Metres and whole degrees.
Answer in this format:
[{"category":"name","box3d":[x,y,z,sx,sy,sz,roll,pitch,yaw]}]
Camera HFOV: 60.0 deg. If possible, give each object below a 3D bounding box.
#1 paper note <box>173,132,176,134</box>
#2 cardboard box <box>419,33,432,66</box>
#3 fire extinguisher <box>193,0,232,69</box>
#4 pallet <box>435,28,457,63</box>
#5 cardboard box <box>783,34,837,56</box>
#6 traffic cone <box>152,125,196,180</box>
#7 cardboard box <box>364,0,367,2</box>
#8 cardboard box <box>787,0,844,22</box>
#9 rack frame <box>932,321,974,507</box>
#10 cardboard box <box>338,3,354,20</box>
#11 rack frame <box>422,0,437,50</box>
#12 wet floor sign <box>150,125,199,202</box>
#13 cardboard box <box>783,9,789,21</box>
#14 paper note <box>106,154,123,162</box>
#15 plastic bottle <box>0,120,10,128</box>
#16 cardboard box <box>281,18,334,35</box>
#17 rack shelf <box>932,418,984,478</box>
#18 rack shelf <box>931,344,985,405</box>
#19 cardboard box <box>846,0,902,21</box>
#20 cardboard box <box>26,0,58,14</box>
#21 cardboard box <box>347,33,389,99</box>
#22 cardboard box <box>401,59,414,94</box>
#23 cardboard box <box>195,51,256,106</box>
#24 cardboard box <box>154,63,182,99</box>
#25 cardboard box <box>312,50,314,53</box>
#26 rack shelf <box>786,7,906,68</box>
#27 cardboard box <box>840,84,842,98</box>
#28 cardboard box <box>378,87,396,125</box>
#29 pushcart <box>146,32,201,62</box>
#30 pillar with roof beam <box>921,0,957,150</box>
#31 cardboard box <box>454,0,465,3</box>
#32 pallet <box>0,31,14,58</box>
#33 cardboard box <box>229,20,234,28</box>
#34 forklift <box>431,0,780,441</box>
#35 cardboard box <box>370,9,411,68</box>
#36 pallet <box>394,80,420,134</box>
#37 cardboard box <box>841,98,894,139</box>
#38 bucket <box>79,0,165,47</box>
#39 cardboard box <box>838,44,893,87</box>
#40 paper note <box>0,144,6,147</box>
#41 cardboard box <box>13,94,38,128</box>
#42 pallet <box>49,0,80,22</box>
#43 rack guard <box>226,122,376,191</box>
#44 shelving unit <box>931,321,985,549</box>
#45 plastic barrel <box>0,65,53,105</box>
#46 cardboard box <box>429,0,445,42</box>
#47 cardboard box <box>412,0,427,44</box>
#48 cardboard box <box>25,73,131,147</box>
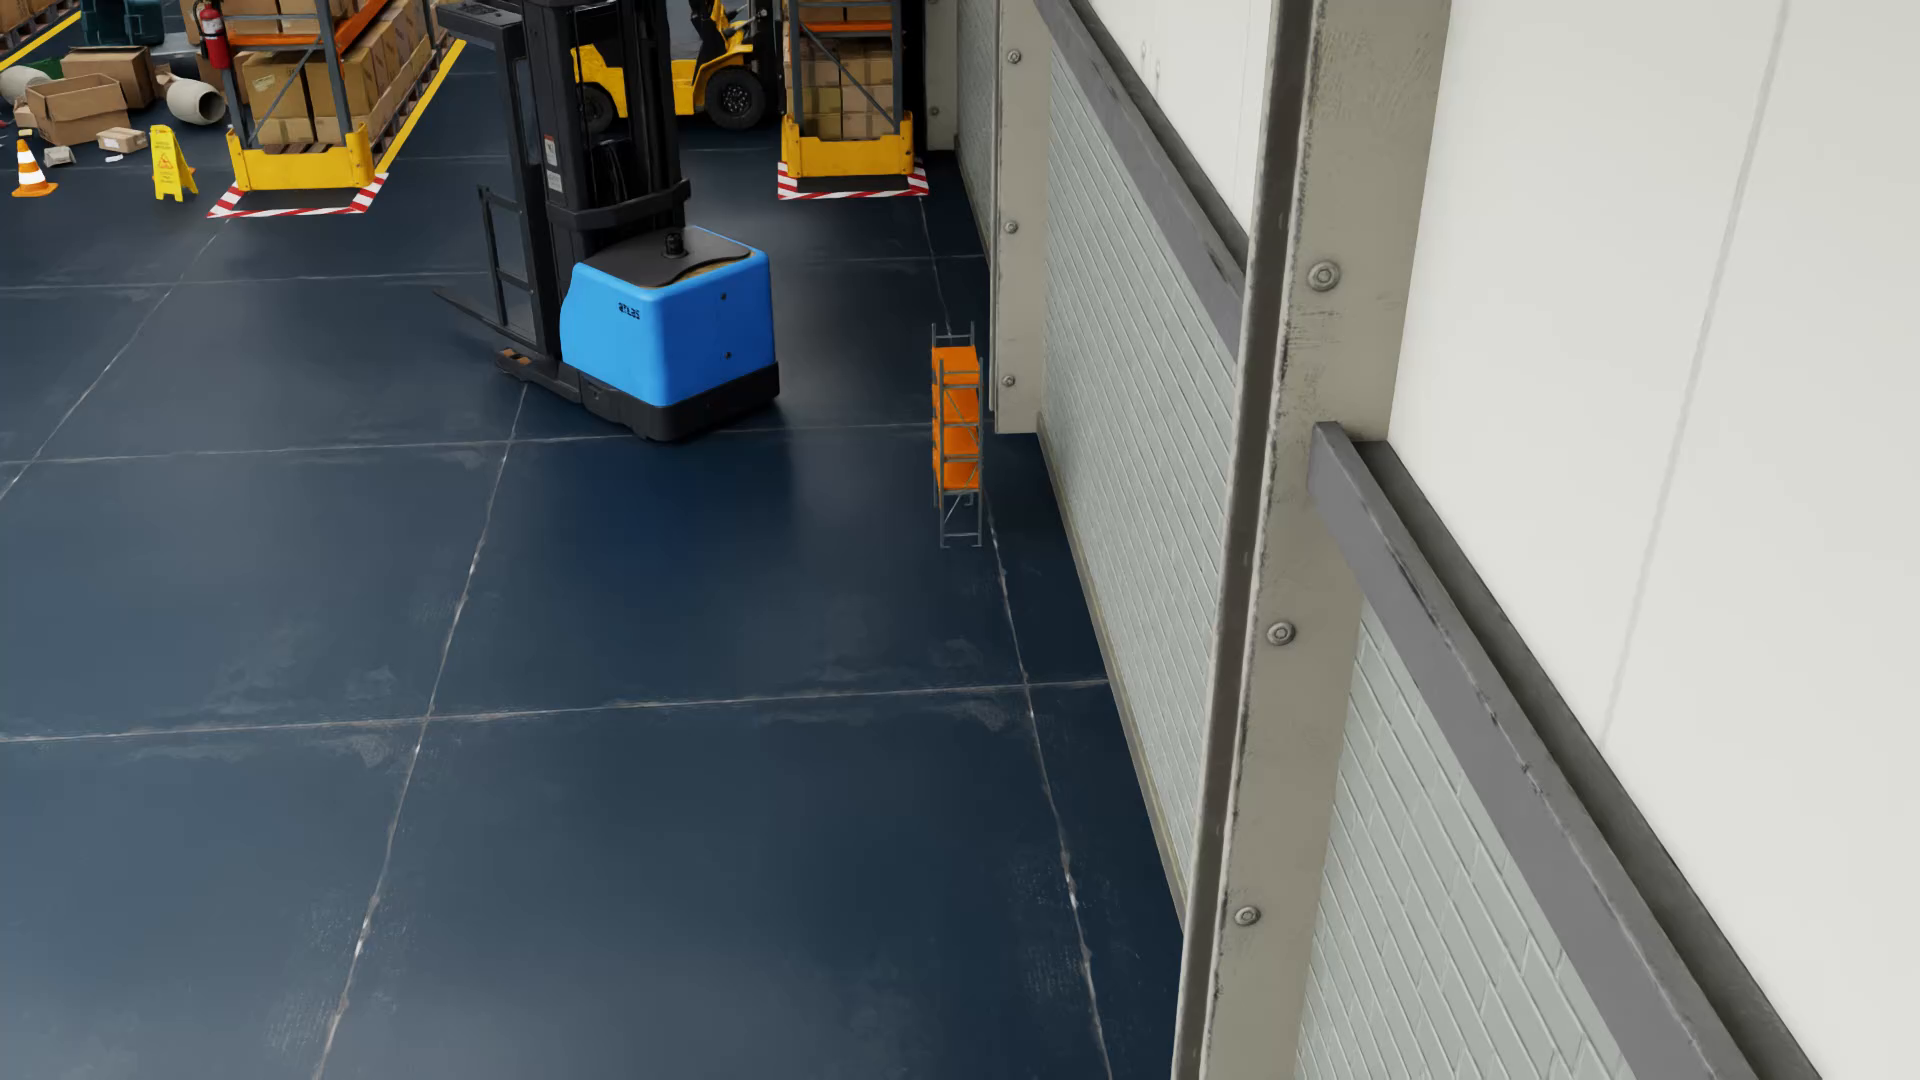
[{"category":"paper note","box3d":[-7.797,-4.022,16.475,0.032,0.001,0.123,-3,31,-5]},{"category":"cardboard box","box3d":[-6.016,-5.271,17.923,0.500,0.250,0.500,-1,31,-2]},{"category":"fire extinguisher","box3d":[-6.414,-4.405,14.275,0.296,0.674,0.183,-3,31,-5]},{"category":"pallet","box3d":[-6.414,-5.761,19.189,1.003,0.211,1.213,-3,31,-5]},{"category":"cardboard box","box3d":[-1.431,-4.668,15.937,0.500,0.250,0.500,-2,31,-4]},{"category":"traffic cone","box3d":[-7.290,-3.587,15.305,0.336,0.463,0.334,-3,31,-5]},{"category":"cardboard box","box3d":[-5.809,-5.124,15.648,0.380,0.149,0.250,-2,31,-3]},{"category":"cardboard box","box3d":[-1.331,-5.040,15.165,0.500,0.500,0.500,-3,31,-6]},{"category":"rack frame","box3d":[-0.038,-0.724,9.793,0.240,1.200,0.015,-3,31,-5]},{"category":"cardboard box","box3d":[-5.773,-4.861,15.209,0.380,0.149,0.250,-4,31,-6]},{"category":"rack frame","box3d":[-6.339,-6.561,17.809,1.000,3.000,0.127,-3,31,-5]},{"category":"wet floor sign","box3d":[-7.013,-3.359,14.745,0.267,0.644,0.232,8,32,13]},{"category":"cardboard box","box3d":[-1.528,-5.184,16.801,0.500,0.250,0.500,-3,31,-6]},{"category":"paper note","box3d":[-8.036,-3.631,15.800,0.148,0.019,0.142,-14,33,-22]},{"category":"plastic bottle","box3d":[-9.673,-4.159,16.654,0.283,0.061,0.133,-14,33,-22]},{"category":"cardboard box","box3d":[-5.791,-4.594,14.761,0.380,0.149,0.250,-3,31,-4]},{"category":"rack shelf","box3d":[-0.015,-0.542,9.619,0.258,0.148,0.480,-3,31,-5]},{"category":"rack shelf","box3d":[-0.016,-0.937,9.383,0.258,0.148,0.480,-3,31,-5]},{"category":"cardboard box","box3d":[-0.794,-5.067,15.211,0.500,0.500,0.500,-2,31,-3]},{"category":"cardboard box","box3d":[-11.580,-6.767,19.939,1.050,0.750,0.750,-2,31,-4]},{"category":"cardboard box","box3d":[-5.822,-4.544,15.974,0.500,0.500,0.500,-4,31,-6]},{"category":"cardboard box","box3d":[-5.914,-4.740,17.033,0.500,0.250,0.500,-2,31,-4]},{"category":"cardboard box","box3d":[-7.594,-4.876,17.424,0.500,0.500,0.500,20,36,29]},{"category":"cardboard box","box3d":[-8.400,-4.868,17.642,0.396,0.266,0.258,27,40,37]},{"category":"cardboard box","box3d":[-6.352,-4.503,15.905,0.500,0.500,0.500,-2,31,-3]},{"category":"rack shelf","box3d":[-1.211,-5.470,16.685,1.077,0.370,4.000,-3,31,-5]},{"category":"cardboard box","box3d":[-0.919,-4.478,16.107,0.500,0.250,0.500,-3,31,-5]},{"category":"cardboard box","box3d":[-5.806,-4.204,16.136,0.500,0.250,0.500,-2,31,-3]},{"category":"pushcart","box3d":[-8.605,-5.300,18.256,1.648,0.377,0.936,-14,33,-22]},{"category":"pillar with roof beam","box3d":[-4.478,-7.526,13.575,9.100,9.000,0.400,-3,31,-5]},{"category":"cardboard box","box3d":[-6.528,-6.602,20.032,0.950,0.372,0.625,-2,31,-3]},{"category":"pallet","box3d":[-11.405,-5.465,18.694,1.003,0.211,1.213,-3,31,-5]},{"category":"cardboard box","box3d":[-6.348,-4.715,14.965,0.380,0.149,0.250,-3,31,-5]},{"category":"forklift","box3d":[-2.638,-2.537,11.140,3.031,2.935,1.130,26,39,36]},{"category":"cardboard box","box3d":[-5.919,-5.073,16.859,0.500,0.500,0.500,-1,31,-2]},{"category":"pallet","box3d":[-6.124,-4.398,16.908,1.003,0.211,1.213,-3,31,-5]},{"category":"cardboard box","box3d":[-0.875,-4.018,15.824,0.500,0.250,0.500,-3,31,-4]},{"category":"bucket","box3d":[-8.950,-5.560,17.844,0.726,0.611,0.620,8,22,13]},{"category":"cardboard box","box3d":[-0.880,-4.442,15.558,0.500,0.250,0.500,-3,31,-5]},{"category":"paper note","box3d":[-9.337,-3.815,16.109,0.144,0.017,0.142,8,32,13]},{"category":"cardboard box","box3d":[-9.264,-4.309,16.705,0.396,0.266,0.258,2,31,4]},{"category":"pallet","box3d":[-11.633,-6.711,20.780,1.003,0.211,1.213,-3,31,-5]},{"category":"rack guard","box3d":[-5.973,-3.484,15.096,1.175,0.500,0.348,-3,31,-5]},{"category":"shelving unit","box3d":[-0.015,-0.600,9.584,0.258,1.200,0.503,-3,31,-5]},{"category":"plastic barrel","box3d":[-9.625,-4.660,17.140,0.512,0.421,0.421,20,36,29]},{"category":"cardboard box","box3d":[-6.391,-5.880,18.823,0.950,0.372,0.625,-2,31,-4]},{"category":"cardboard box","box3d":[-6.017,-5.593,17.730,0.500,0.500,0.500,-3,31,-5]},{"category":"cardboard box","box3d":[-8.650,-4.222,16.328,0.637,0.503,0.797,27,40,37]}]
